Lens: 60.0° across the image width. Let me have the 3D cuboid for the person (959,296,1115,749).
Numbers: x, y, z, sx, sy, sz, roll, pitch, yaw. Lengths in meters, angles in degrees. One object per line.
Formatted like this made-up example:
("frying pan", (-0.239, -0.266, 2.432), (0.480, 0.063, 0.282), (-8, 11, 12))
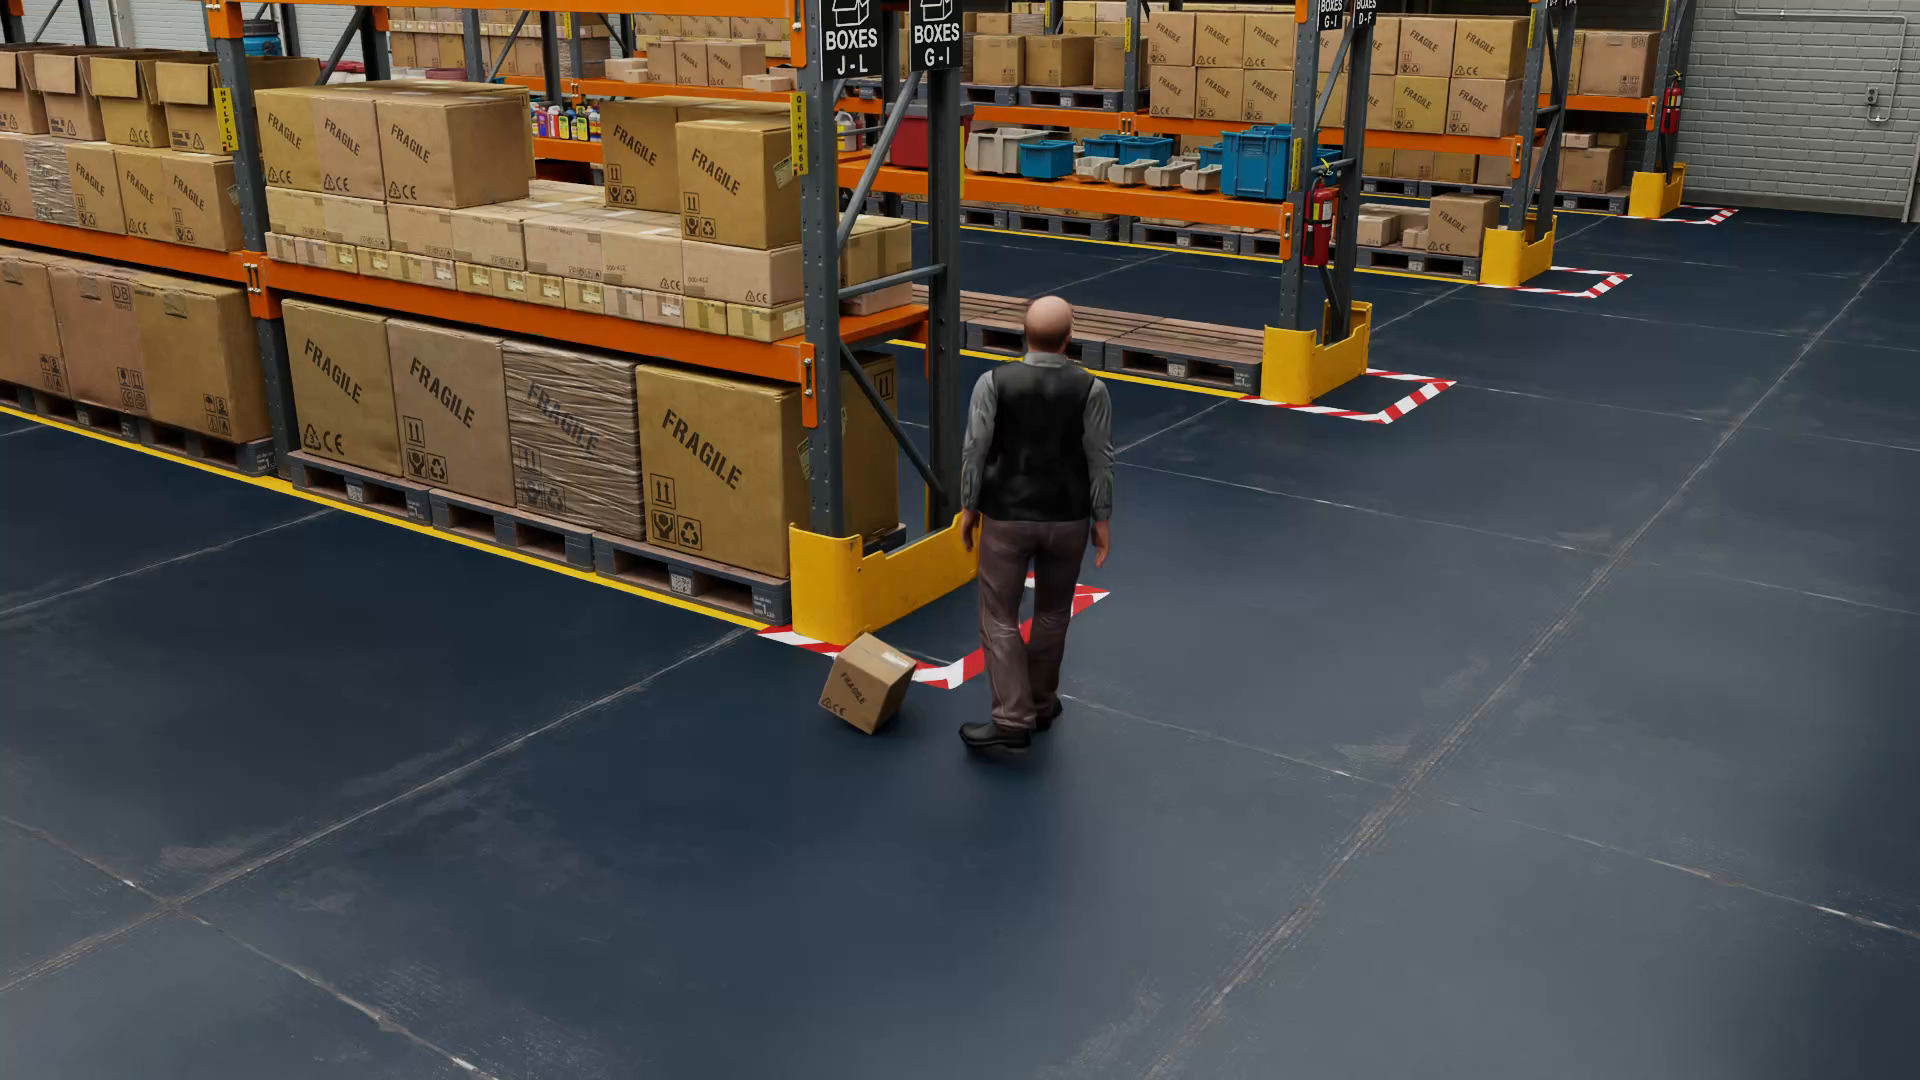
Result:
("person", (0.284, -0.045, 6.244), (0.588, 1.710, 0.582), (-1, 20, -2))
